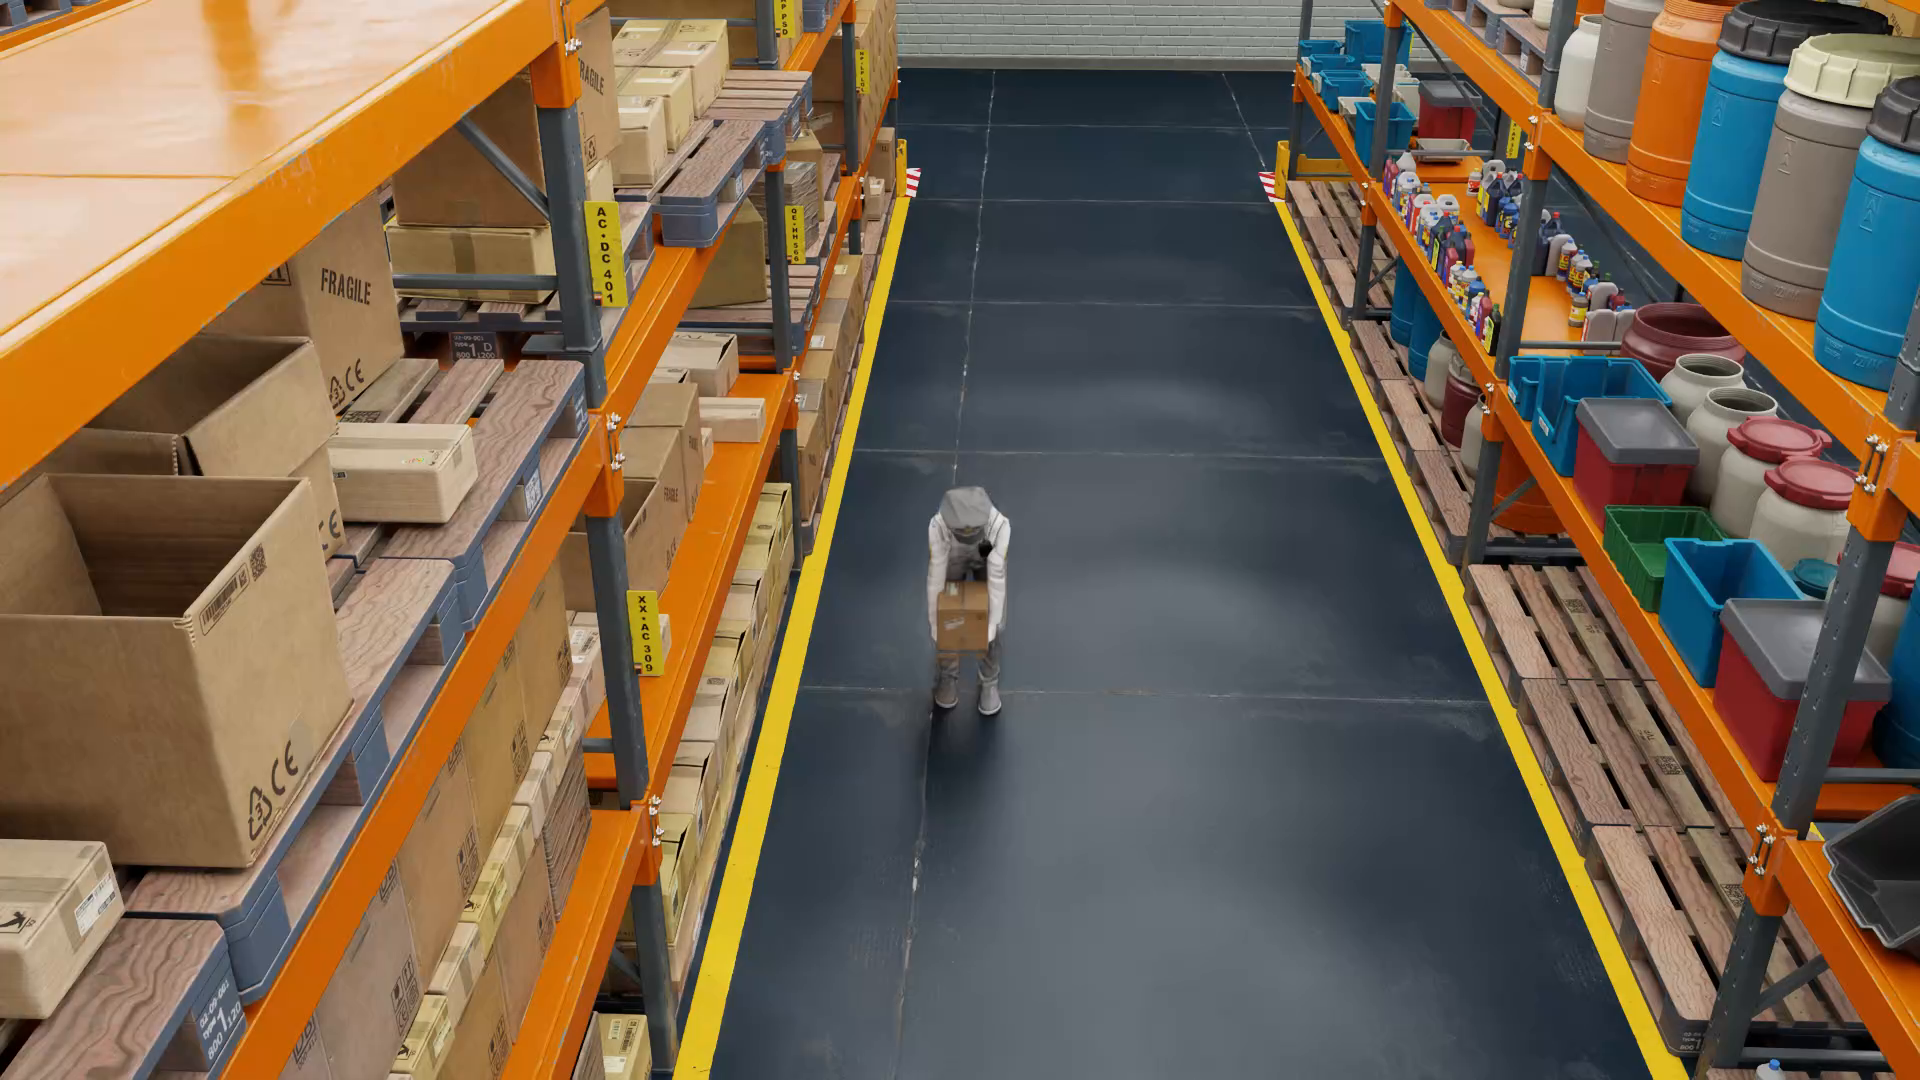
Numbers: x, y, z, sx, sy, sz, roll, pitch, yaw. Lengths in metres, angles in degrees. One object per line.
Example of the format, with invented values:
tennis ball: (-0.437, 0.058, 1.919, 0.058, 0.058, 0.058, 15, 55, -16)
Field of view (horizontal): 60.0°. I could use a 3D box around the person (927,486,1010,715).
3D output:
person: (0.043, 0.288, 8.344, 0.412, 1.425, 0.813, 0, 28, 1)
